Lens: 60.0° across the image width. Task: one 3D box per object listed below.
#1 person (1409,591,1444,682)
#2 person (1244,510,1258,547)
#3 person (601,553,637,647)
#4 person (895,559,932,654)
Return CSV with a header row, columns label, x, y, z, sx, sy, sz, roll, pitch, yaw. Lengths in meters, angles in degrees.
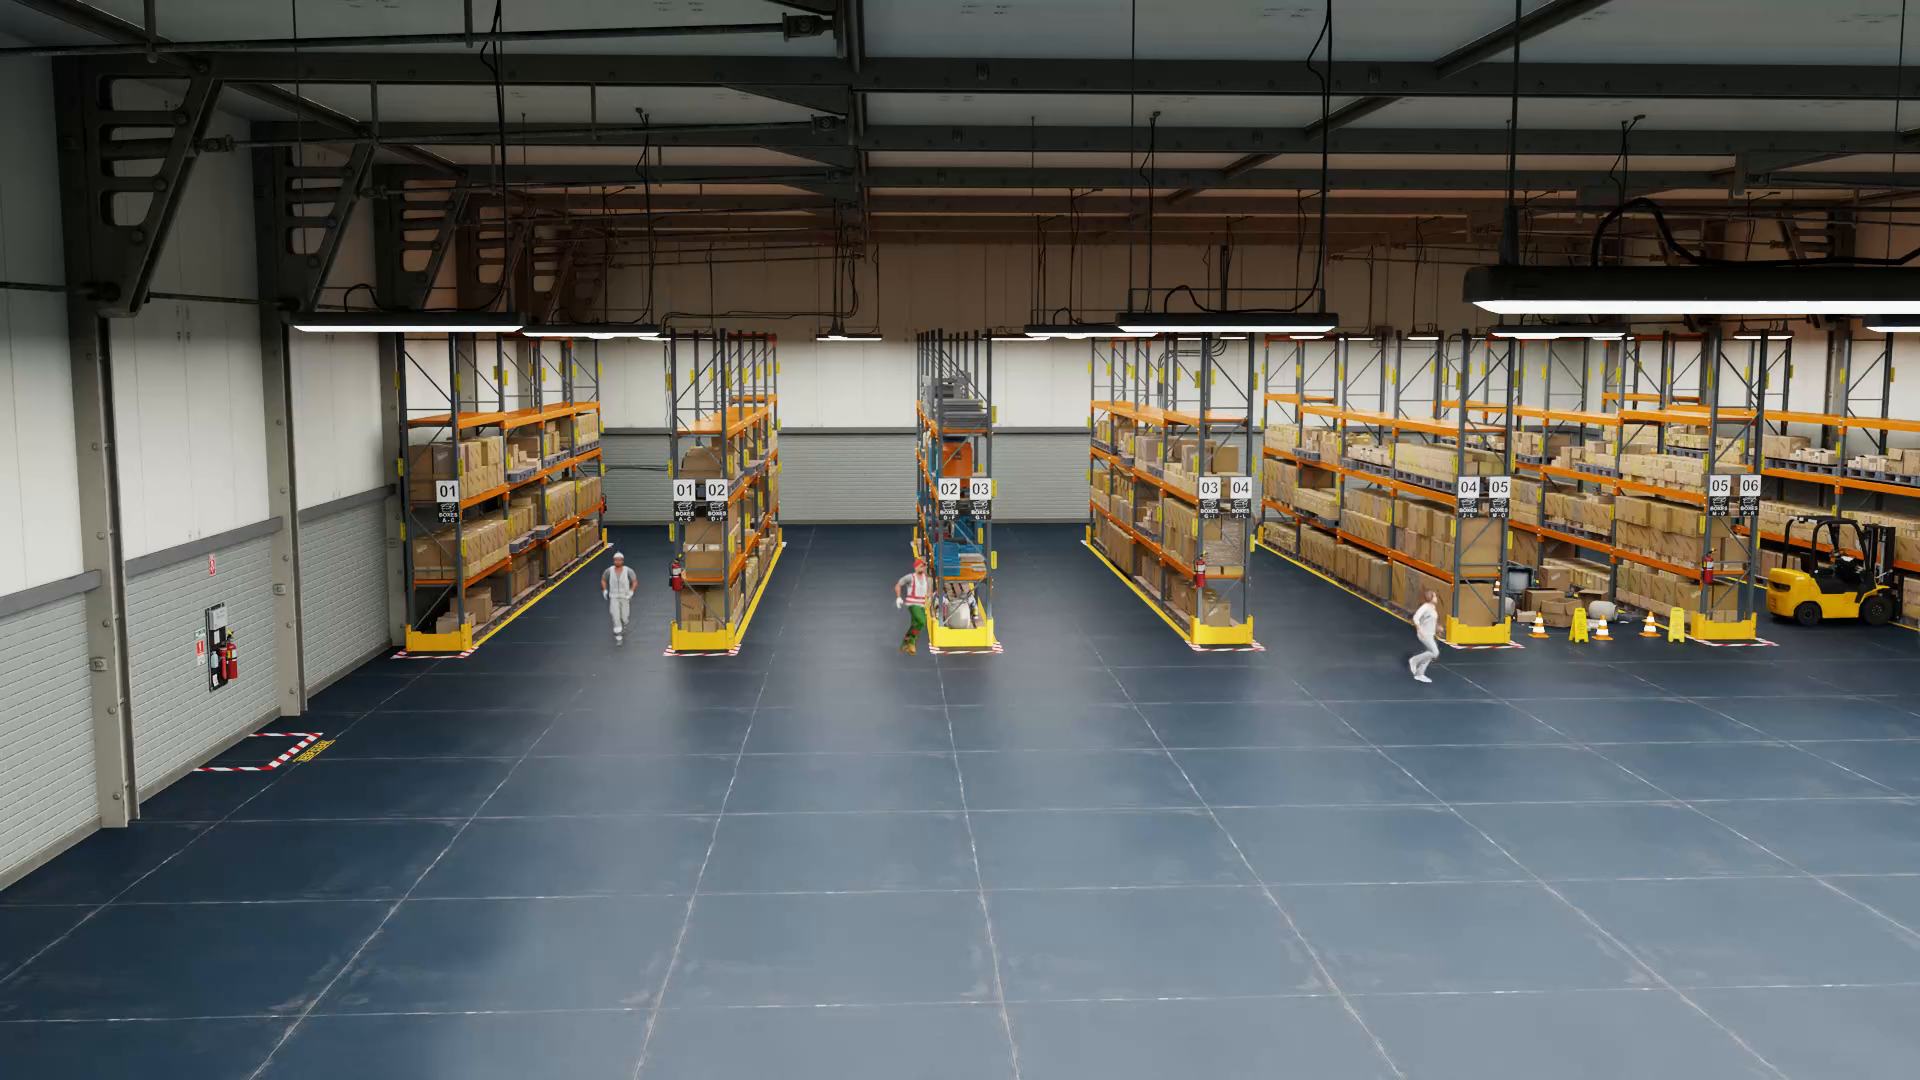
label,x,y,z,sx,sy,sz,roll,pitch,yaw
person,7.946,1.631,28.301,0.523,1.558,0.548,4,8,30
person,7.559,-0.242,43.835,0.564,1.644,0.603,1,7,6
person,-6.520,1.112,31.851,0.683,1.774,0.833,-1,7,-10
person,-0.776,1.225,30.739,0.694,1.715,0.652,-6,9,-40
